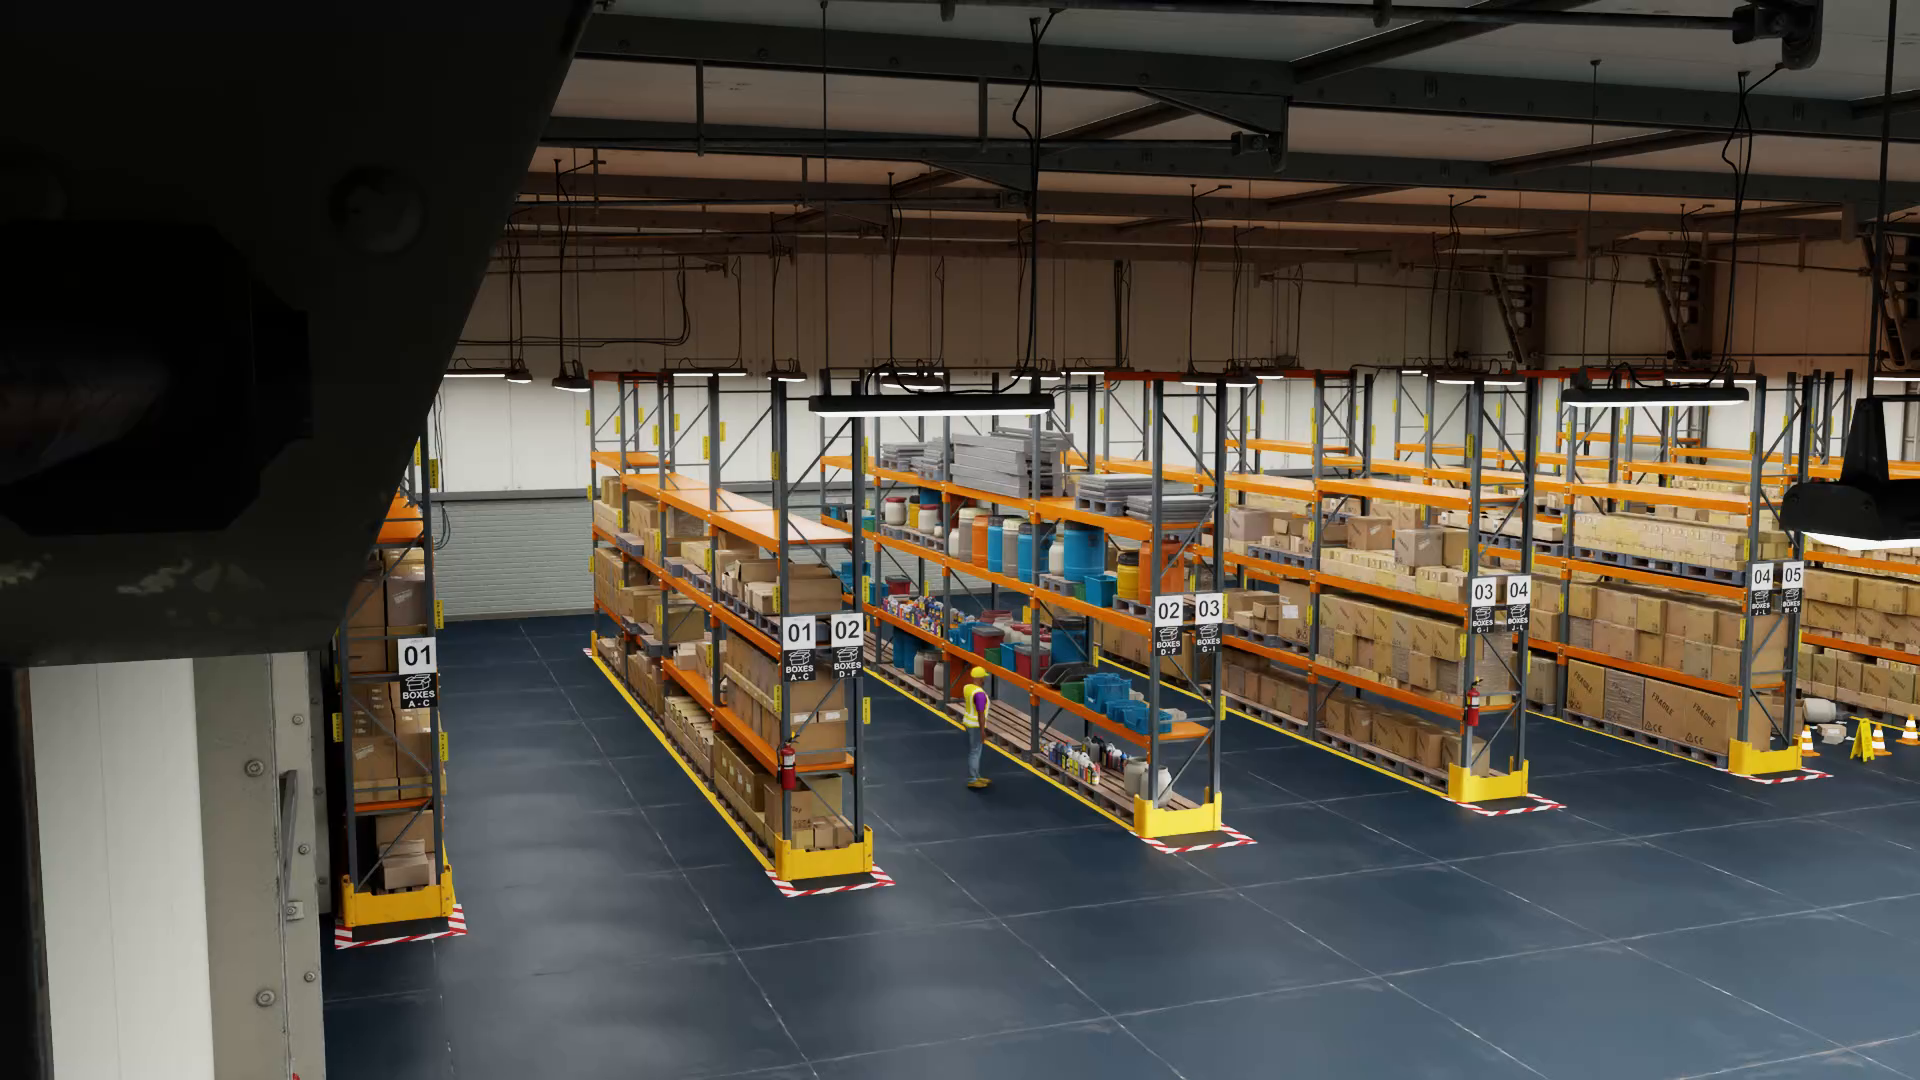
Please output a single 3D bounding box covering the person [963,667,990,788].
[{"bbox_3d":[0.276,2.732,24.353,0.430,1.775,0.591,-2,7,-16],"label":"person"}]
